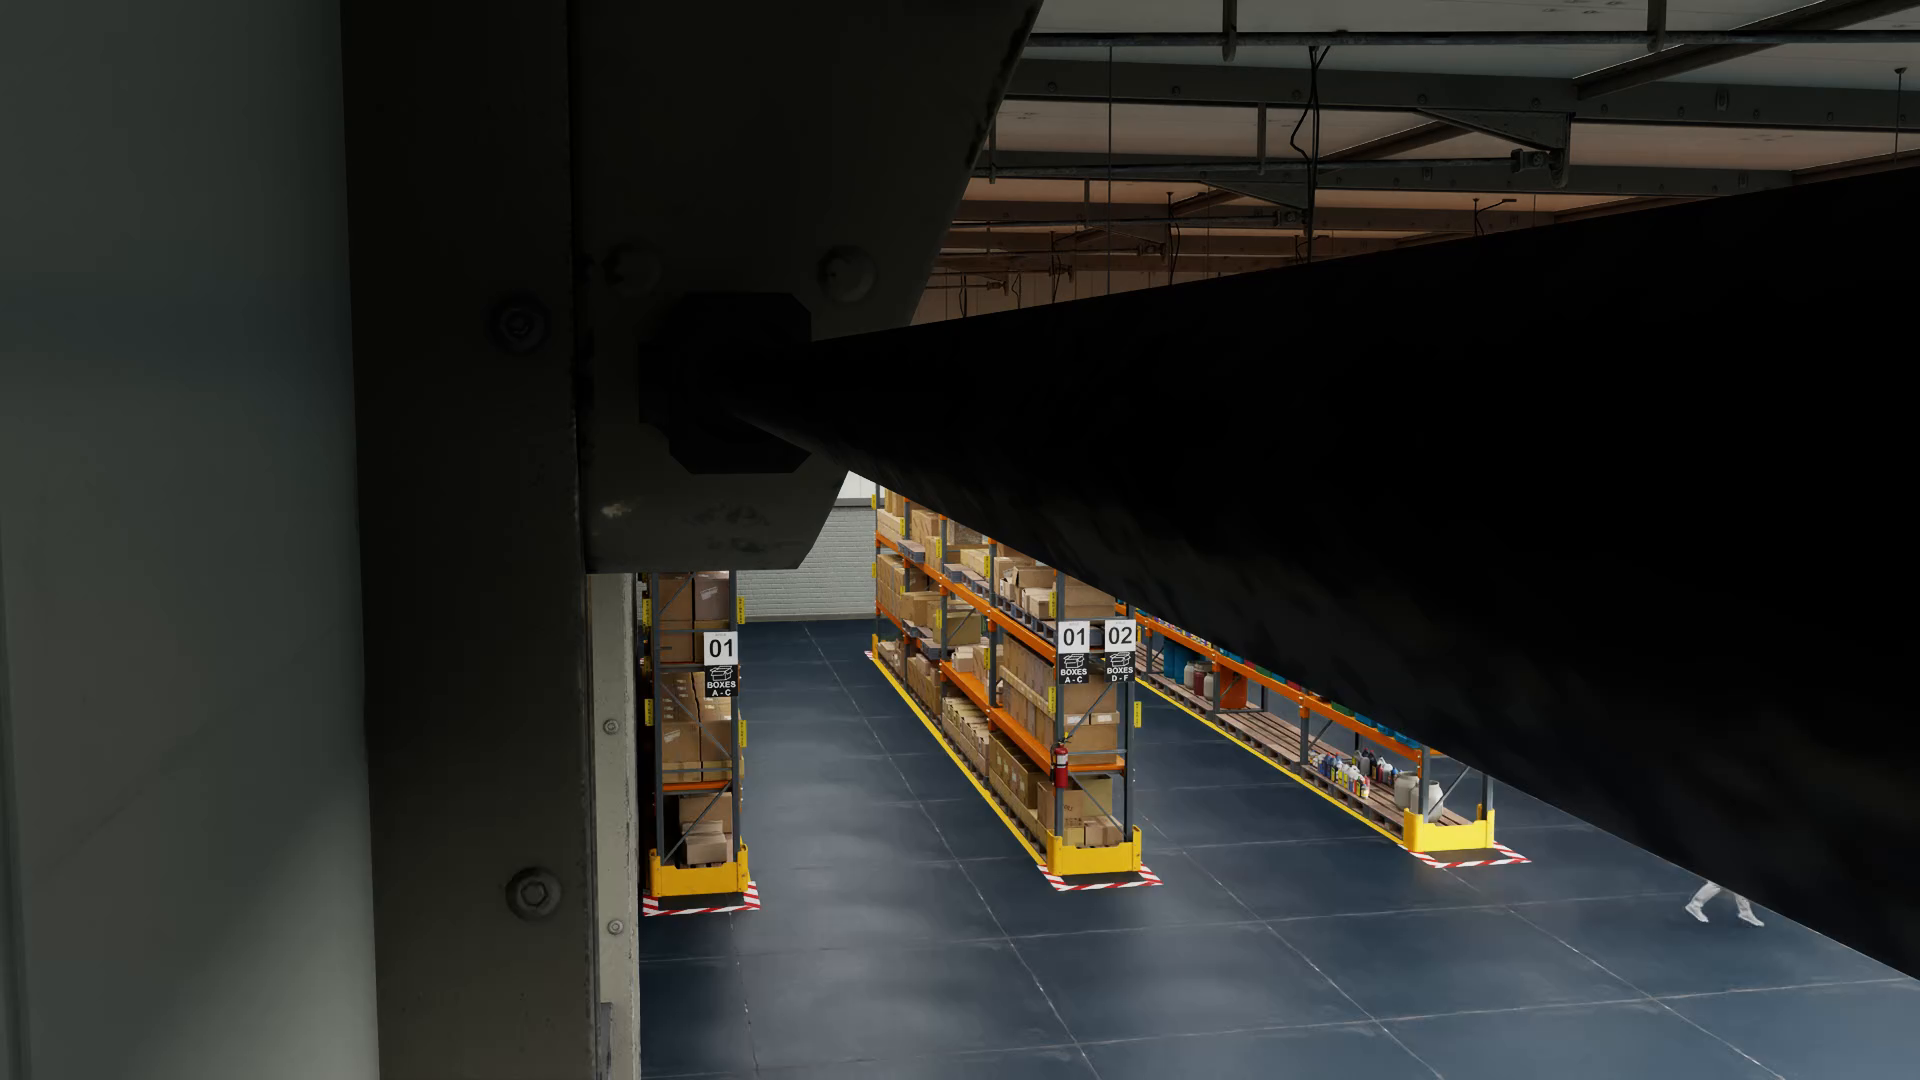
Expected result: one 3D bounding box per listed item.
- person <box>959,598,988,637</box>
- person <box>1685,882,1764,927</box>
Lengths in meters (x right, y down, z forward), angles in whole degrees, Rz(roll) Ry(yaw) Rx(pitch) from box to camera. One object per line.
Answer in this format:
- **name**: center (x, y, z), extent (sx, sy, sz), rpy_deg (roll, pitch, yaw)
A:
- **person**: center (0.384, 1.659, 37.114), extent (0.574, 1.725, 0.754), rpy_deg (4, 7, 37)
- **person**: center (8.697, 3.539, 18.850), extent (0.883, 1.720, 0.589), rpy_deg (1, 6, 8)
